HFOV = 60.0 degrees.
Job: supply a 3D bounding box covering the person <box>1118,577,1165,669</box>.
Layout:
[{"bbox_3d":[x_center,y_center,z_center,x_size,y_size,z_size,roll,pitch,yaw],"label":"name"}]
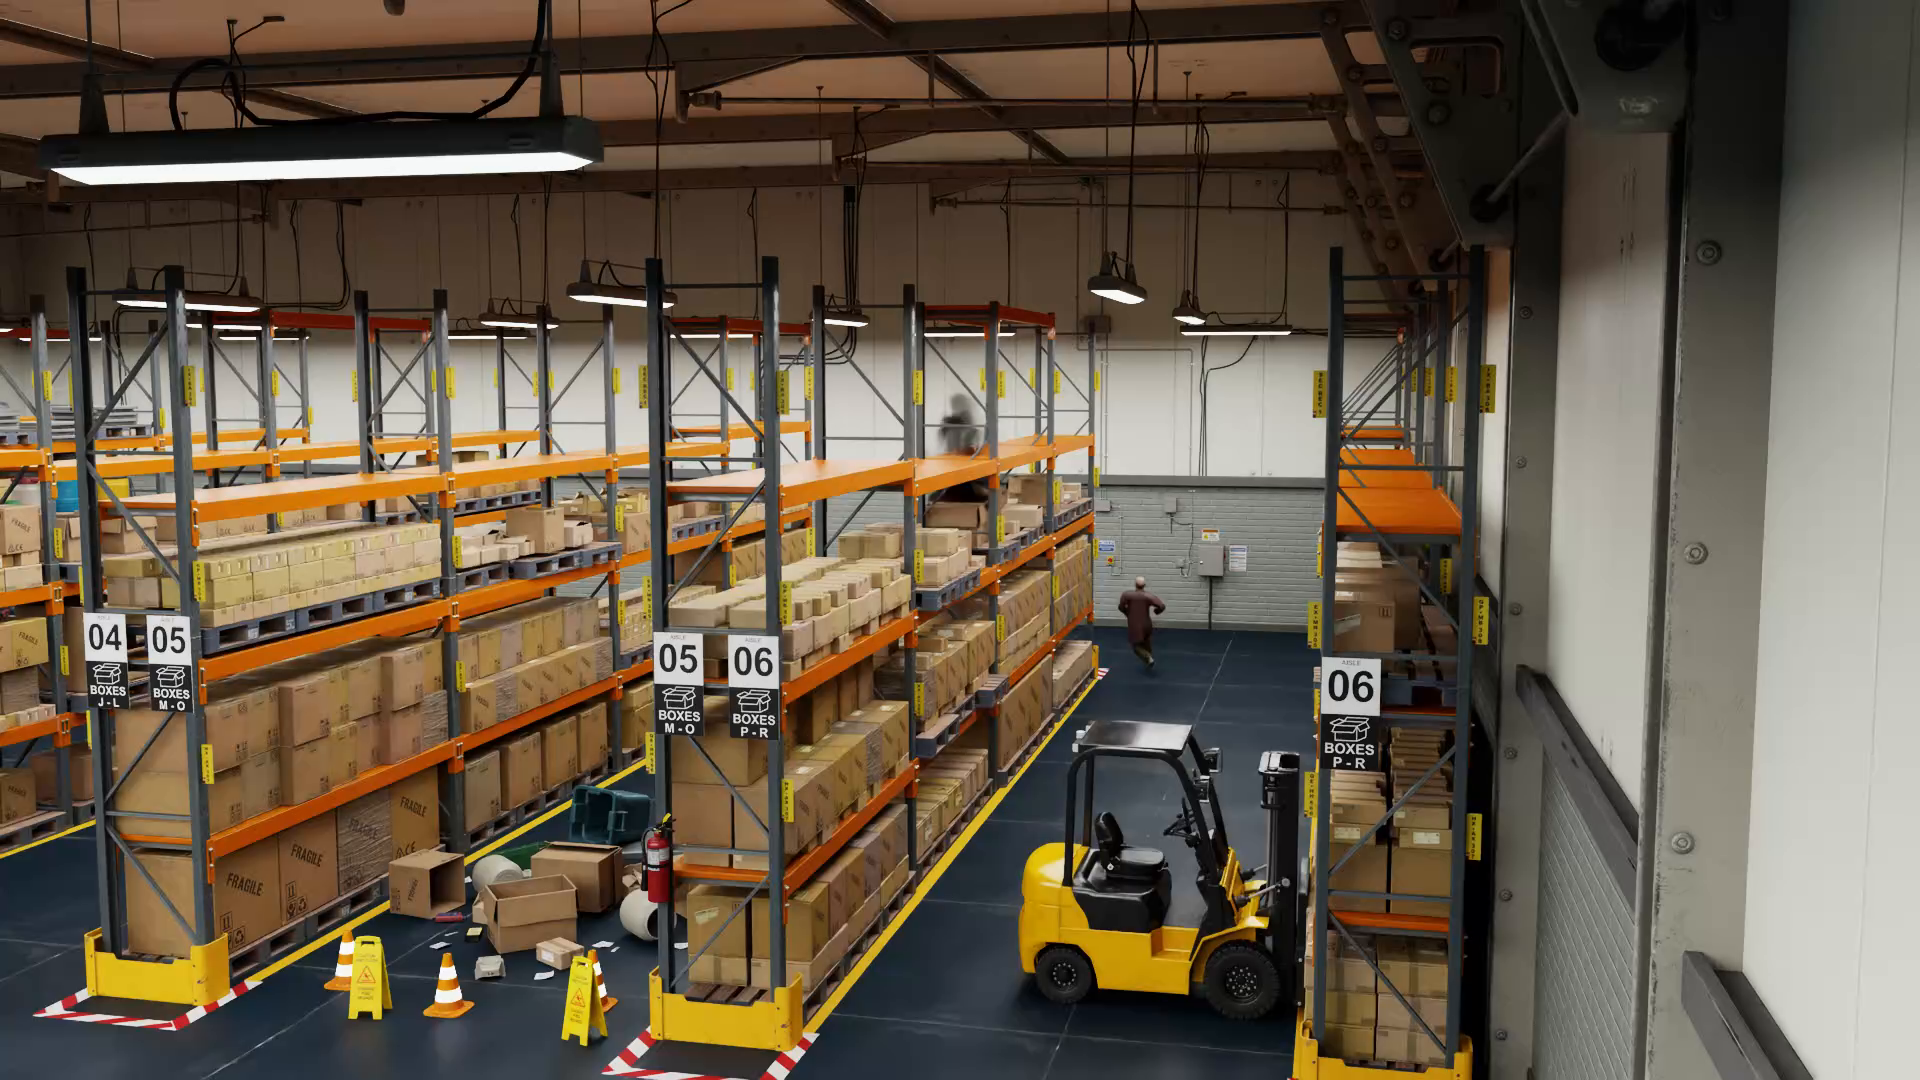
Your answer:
[{"bbox_3d":[3.121,1.437,28.854,0.754,1.614,1.053,-1,6,-12],"label":"person"}]
